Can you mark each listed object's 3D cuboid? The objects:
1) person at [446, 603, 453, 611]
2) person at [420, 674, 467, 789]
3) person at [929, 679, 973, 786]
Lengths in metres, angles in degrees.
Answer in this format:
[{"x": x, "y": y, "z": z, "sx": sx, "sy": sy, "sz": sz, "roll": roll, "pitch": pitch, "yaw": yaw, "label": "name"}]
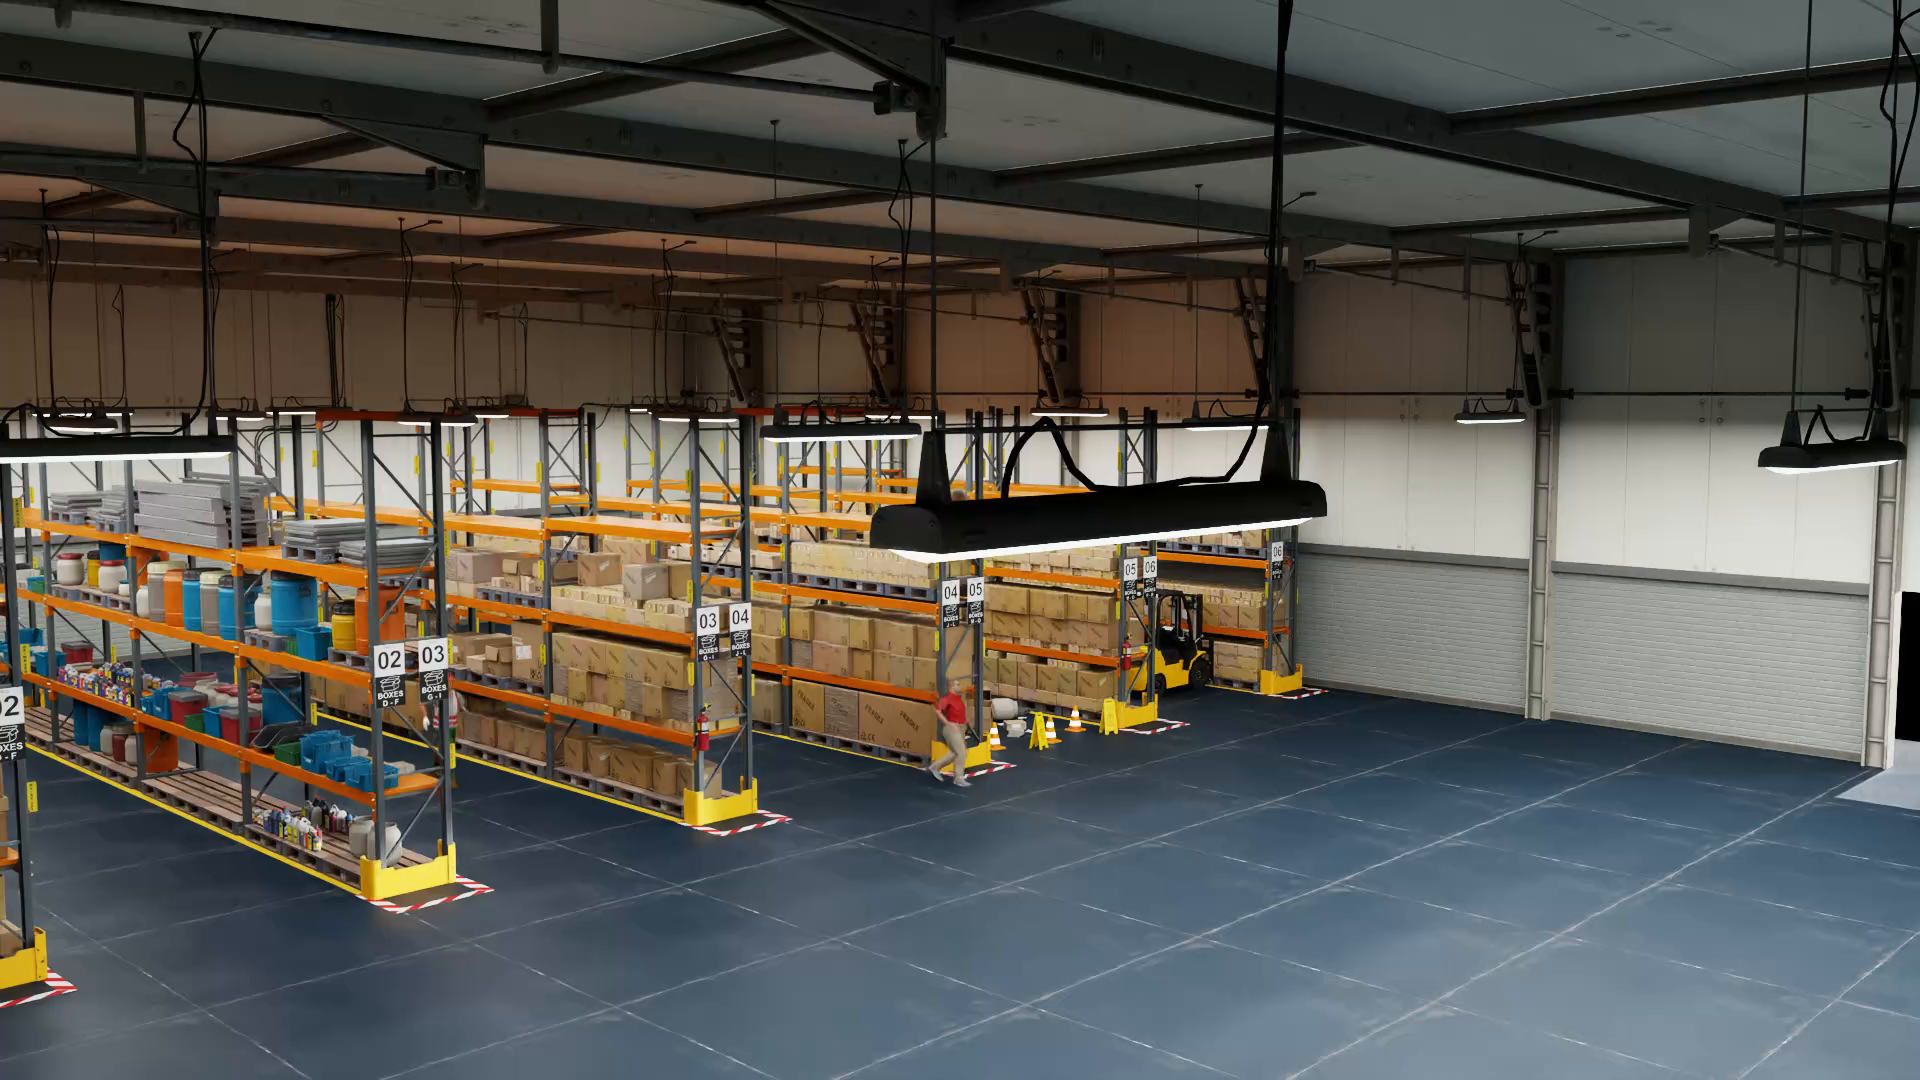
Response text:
[{"x": -12.384, "y": 1.988, "z": 40.262, "sx": 0.475, "sy": 1.560, "sz": 0.755, "roll": -3, "pitch": 6, "yaw": -34, "label": "person"}, {"x": -8.294, "y": 3.059, "z": 26.820, "sx": 0.876, "sy": 1.844, "sz": 0.643, "roll": 3, "pitch": 6, "yaw": 33, "label": "person"}, {"x": -0.119, "y": 3.118, "z": 26.980, "sx": 0.742, "sy": 1.715, "sz": 0.658, "roll": 1, "pitch": 5, "yaw": 16, "label": "person"}]
